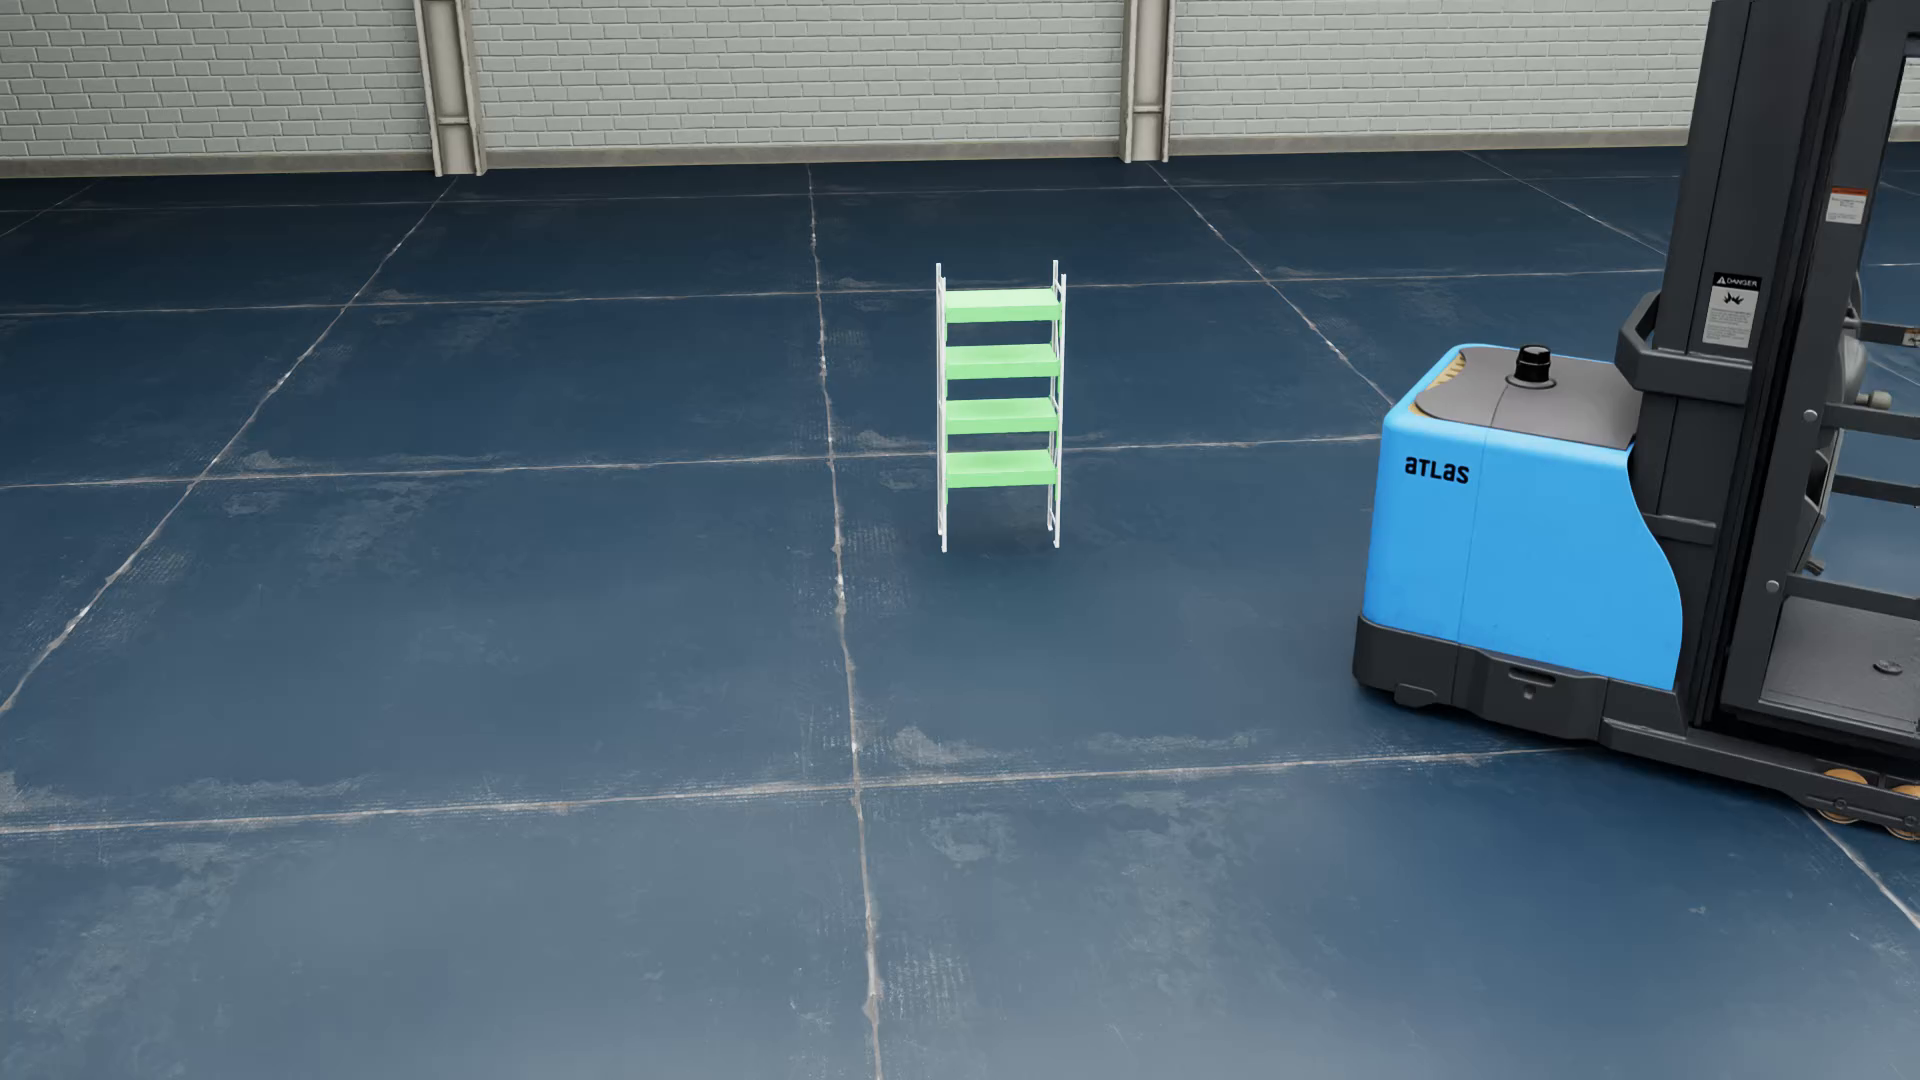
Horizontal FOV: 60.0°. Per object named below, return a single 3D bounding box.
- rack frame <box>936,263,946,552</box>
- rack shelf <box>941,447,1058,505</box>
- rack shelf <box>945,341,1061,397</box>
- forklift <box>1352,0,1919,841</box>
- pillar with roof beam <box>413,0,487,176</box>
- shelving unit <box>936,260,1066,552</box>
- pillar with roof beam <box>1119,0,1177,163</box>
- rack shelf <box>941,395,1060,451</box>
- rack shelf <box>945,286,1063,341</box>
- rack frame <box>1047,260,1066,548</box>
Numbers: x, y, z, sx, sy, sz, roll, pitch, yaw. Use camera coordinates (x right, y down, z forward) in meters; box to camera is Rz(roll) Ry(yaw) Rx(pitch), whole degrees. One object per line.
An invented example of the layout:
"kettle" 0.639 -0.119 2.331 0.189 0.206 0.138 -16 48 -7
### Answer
"rack frame" -0.078 -0.545 6.999 0.015 1.200 0.240 -2 24 -5
"rack shelf" 0.165 -0.277 7.145 0.480 0.148 0.258 -2 24 -5
"rack shelf" 0.165 -0.716 6.950 0.480 0.148 0.258 -2 24 -5
"forklift" 2.950 -0.655 5.115 3.031 2.935 1.130 13 27 27
"pillar with roof beam" -3.899 -5.562 8.685 0.400 9.000 9.100 -2 24 -5
"shelving unit" 0.165 -0.555 7.021 0.503 1.200 0.258 -2 24 -5
"pillar with roof beam" 2.072 -5.802 9.224 0.400 9.000 9.100 -2 24 -5
"rack shelf" 0.165 -0.496 7.047 0.480 0.148 0.258 -2 24 -5
"rack shelf" 0.165 -0.935 6.852 0.480 0.148 0.258 -2 24 -5
"rack frame" 0.408 -0.565 7.043 0.015 1.200 0.240 -2 24 -5
